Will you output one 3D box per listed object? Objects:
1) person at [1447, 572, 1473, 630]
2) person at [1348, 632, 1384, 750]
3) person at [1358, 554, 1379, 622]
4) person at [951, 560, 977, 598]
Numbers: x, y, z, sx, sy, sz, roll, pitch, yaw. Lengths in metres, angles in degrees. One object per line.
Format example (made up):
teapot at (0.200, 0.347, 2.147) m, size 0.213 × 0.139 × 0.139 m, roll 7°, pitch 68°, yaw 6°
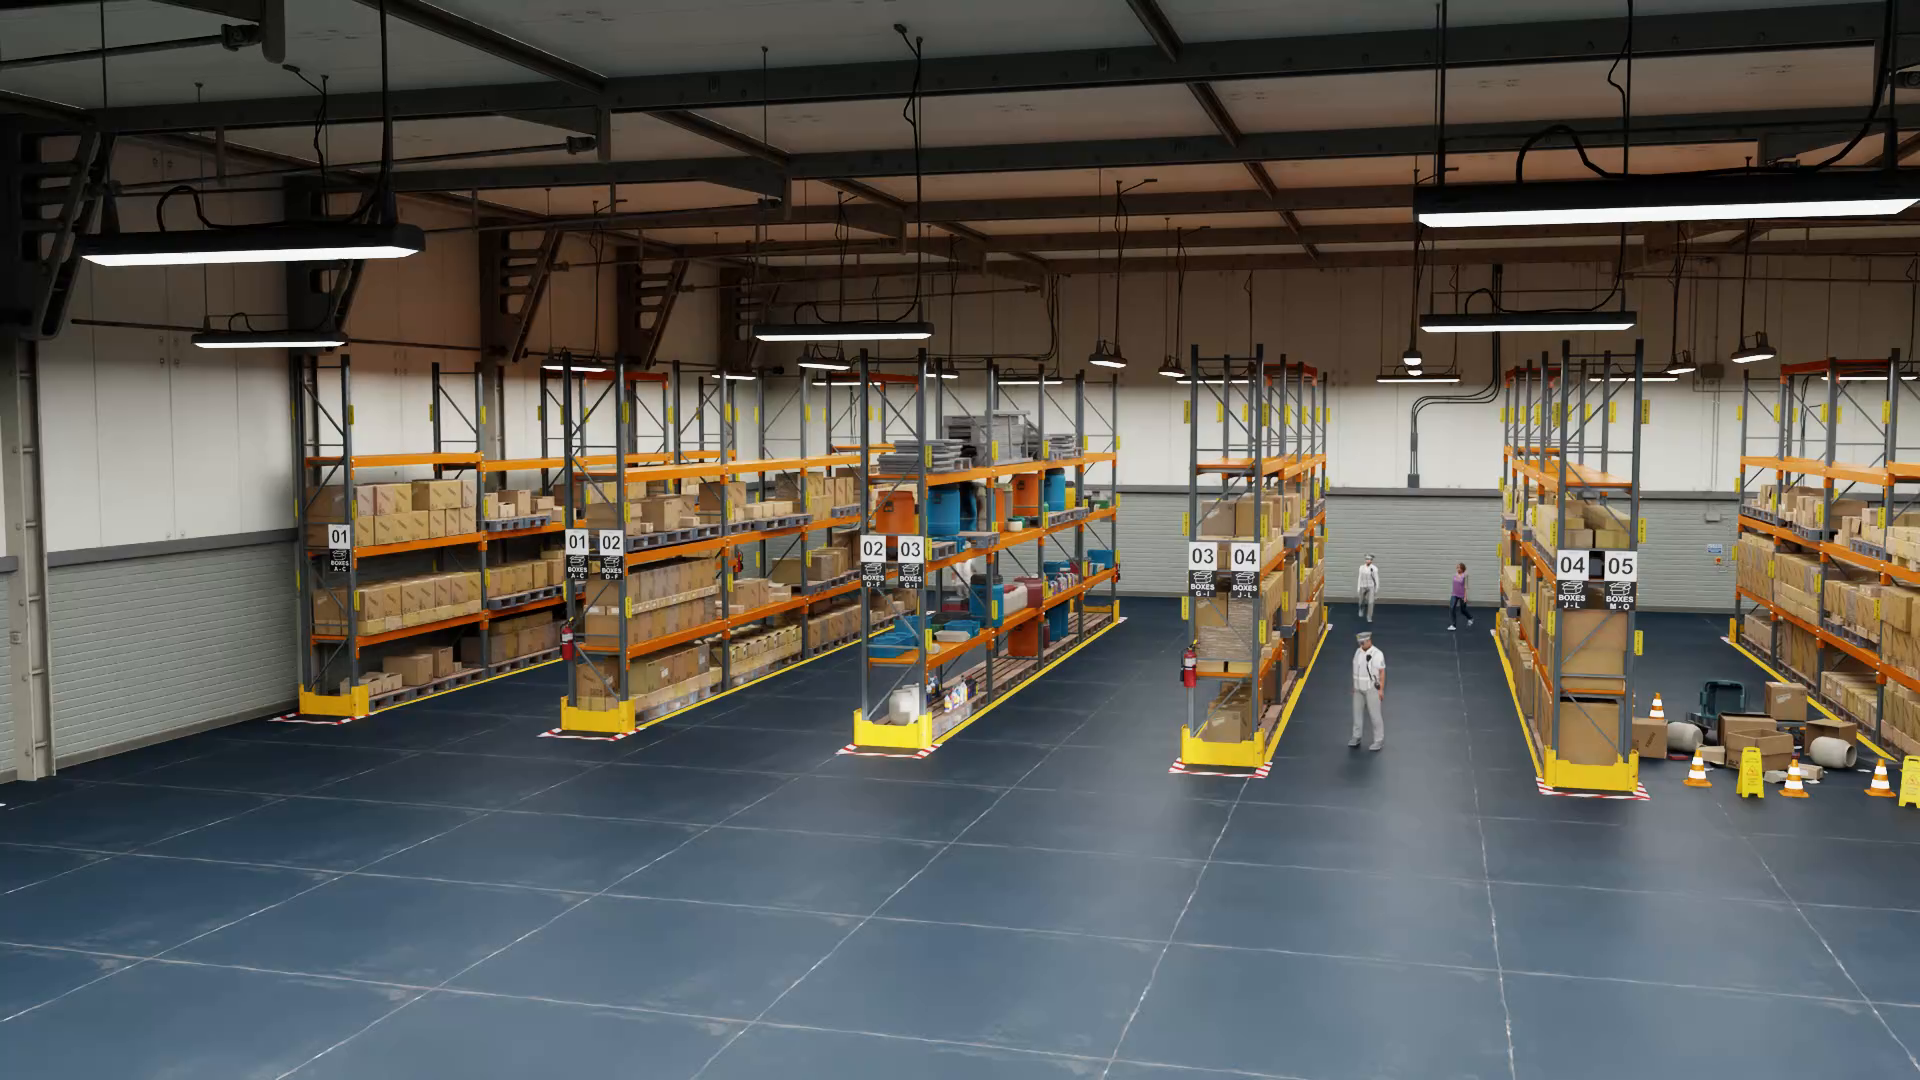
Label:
person at (11.668, 1.417, 38.747) m, size 0.366 × 1.340 × 0.752 m, roll 4°, pitch 6°, yaw 44°
person at (6.114, 2.255, 25.038) m, size 0.369 × 1.746 × 0.558 m, roll -3°, pitch 5°, yaw -33°
person at (9.898, 1.146, 40.290) m, size 0.504 × 1.647 × 0.707 m, roll 1°, pitch 4°, yaw 14°
person at (0.107, 1.093, 40.681) m, size 0.650 × 1.757 × 0.976 m, roll 0°, pitch 4°, yaw 7°
